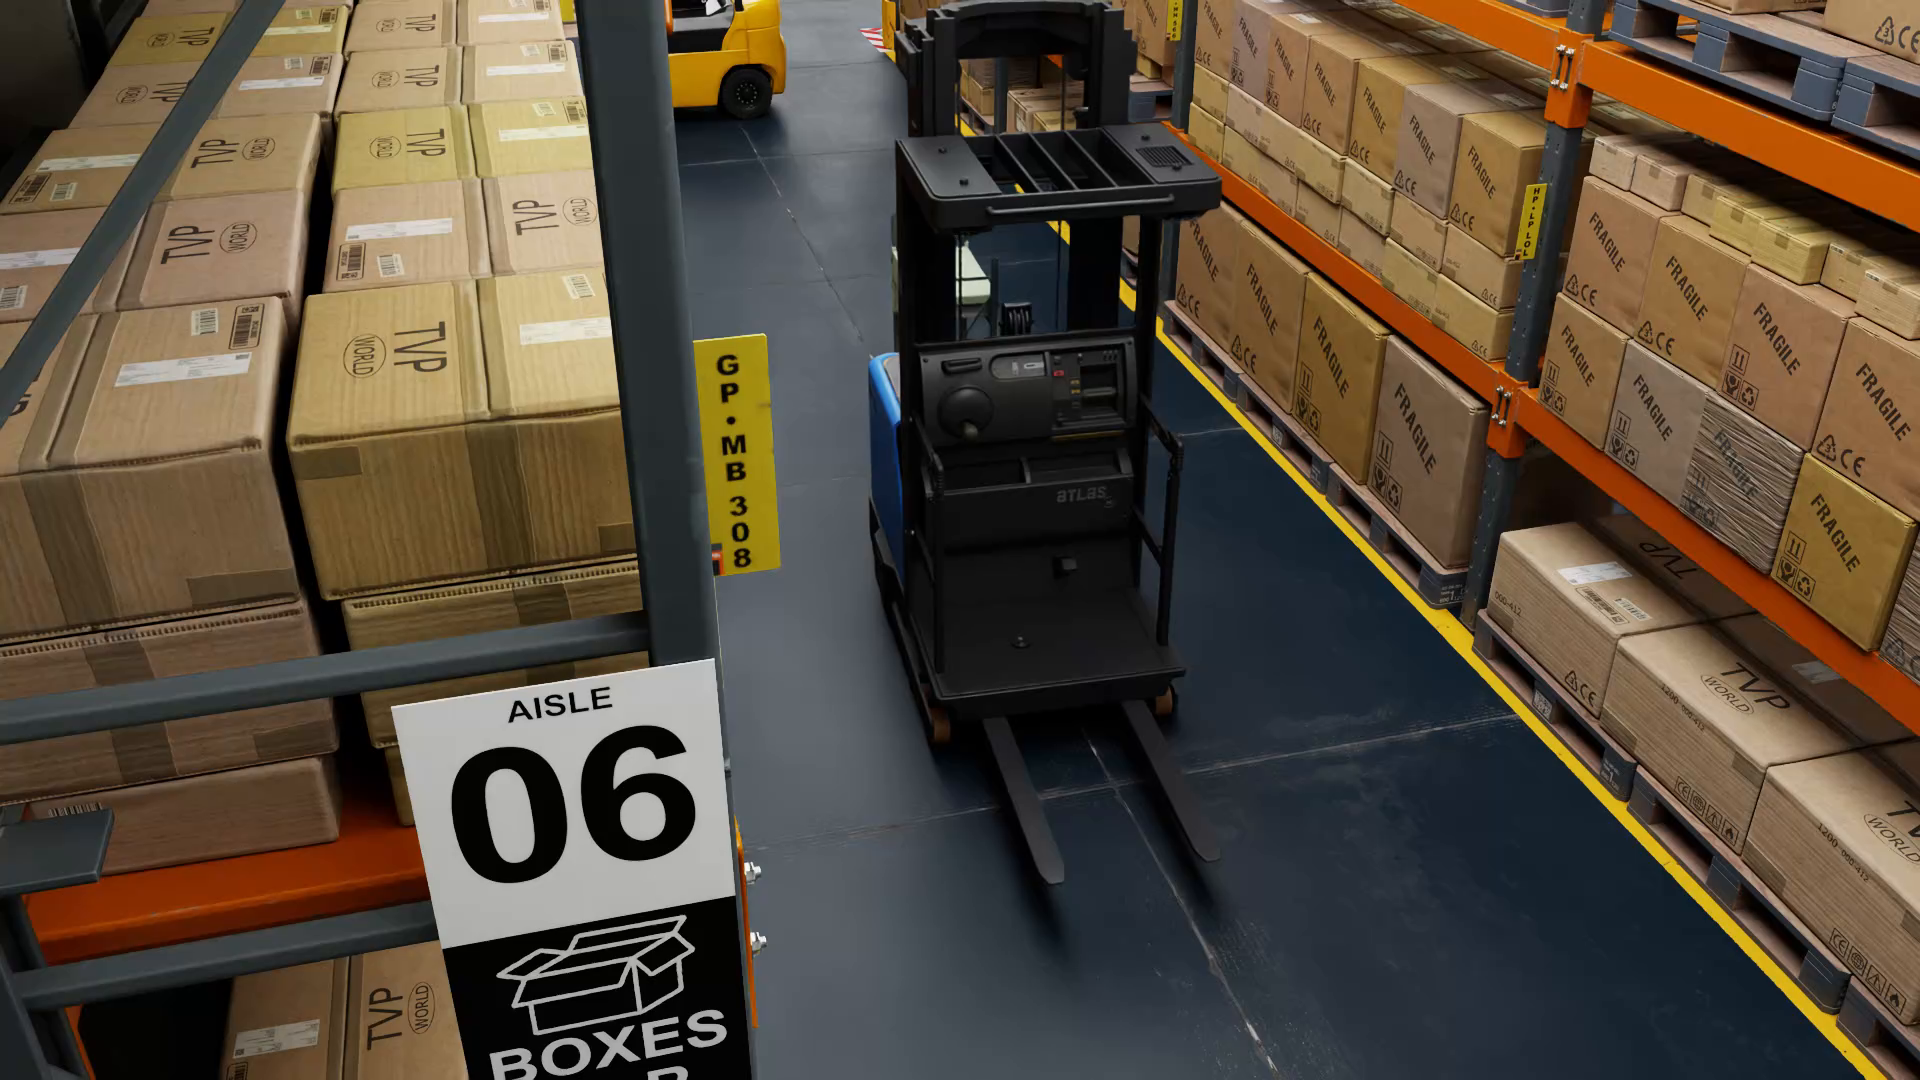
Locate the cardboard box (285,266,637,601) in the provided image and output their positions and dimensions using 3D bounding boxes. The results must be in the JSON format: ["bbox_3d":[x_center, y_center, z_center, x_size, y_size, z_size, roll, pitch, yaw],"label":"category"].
[{"bbox_3d":[-0.679,-0.177,2.420,0.500,0.250,0.500,-8,31,-14],"label":"cardboard box"}]

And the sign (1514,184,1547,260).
[{"bbox_3d":[2.399,-1.334,6.984,0.100,0.325,0.005,-8,31,-13],"label":"sign"}]

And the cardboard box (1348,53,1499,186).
[{"bbox_3d":[2.299,-2.099,8.284,0.500,0.500,0.500,-7,31,-12],"label":"cardboard box"}]

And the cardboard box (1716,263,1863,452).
[{"bbox_3d":[3.066,-0.664,5.805,0.500,0.500,0.500,-7,31,-12],"label":"cardboard box"}]

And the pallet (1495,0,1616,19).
[{"bbox_3d":[2.629,-2.596,7.437,0.805,0.209,1.217,-9,31,-15],"label":"pallet"}]

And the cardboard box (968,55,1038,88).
[{"bbox_3d":[0.381,-4.374,14.890,0.500,0.500,0.500,-8,31,-14],"label":"cardboard box"}]

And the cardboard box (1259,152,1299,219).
[{"bbox_3d":[2.032,-2.042,9.432,0.500,0.250,0.500,-7,31,-12],"label":"cardboard box"}]

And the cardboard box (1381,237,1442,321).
[{"bbox_3d":[2.424,-1.308,8.166,0.500,0.250,0.500,-8,31,-14],"label":"cardboard box"}]

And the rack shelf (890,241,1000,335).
[{"bbox_3d":[-0.087,-1.237,8.611,0.431,0.370,0.720,-6,31,-10],"label":"rack shelf"}]

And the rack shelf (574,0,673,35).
[{"bbox_3d":[-1.334,-1.600,3.253,1.077,0.370,4.000,-8,31,-13],"label":"rack shelf"}]

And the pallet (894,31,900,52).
[{"bbox_3d":[-0.064,-5.099,17.349,1.003,0.211,1.213,-8,31,-13],"label":"pallet"}]

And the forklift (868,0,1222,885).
[{"bbox_3d":[0.340,-0.585,6.835,1.130,2.935,3.031,-6,31,-10],"label":"forklift"}]

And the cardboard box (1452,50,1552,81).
[{"bbox_3d":[2.788,-2.155,8.382,0.500,0.500,0.500,-9,31,-15],"label":"cardboard box"}]

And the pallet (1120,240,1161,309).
[{"bbox_3d":[1.652,-2.047,12.076,1.003,0.211,1.213,-8,31,-13],"label":"pallet"}]

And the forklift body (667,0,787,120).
[{"bbox_3d":[-2.788,-5.037,15.306,2.313,2.155,1.214,-8,31,-13],"label":"forklift body"}]

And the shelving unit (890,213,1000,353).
[{"bbox_3d":[-0.087,-0.899,8.807,0.431,1.500,0.755,-6,31,-10],"label":"shelving unit"}]

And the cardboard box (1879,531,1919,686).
[{"bbox_3d":[3.333,0.255,5.215,0.500,0.500,0.500,-7,31,-12],"label":"cardboard box"}]

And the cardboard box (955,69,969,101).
[{"bbox_3d":[0.229,-4.305,15.520,0.500,0.250,0.500,-9,31,-15],"label":"cardboard box"}]

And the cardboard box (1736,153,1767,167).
[{"bbox_3d":[3.274,-1.453,6.520,0.380,0.149,0.250,-7,31,-12],"label":"cardboard box"}]

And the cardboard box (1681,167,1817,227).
[{"bbox_3d":[2.945,-1.274,6.212,0.380,0.149,0.250,-8,31,-14],"label":"cardboard box"}]

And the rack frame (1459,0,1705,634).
[{"bbox_3d":[2.920,-0.944,7.387,1.000,3.000,0.127,-8,31,-13],"label":"rack frame"}]

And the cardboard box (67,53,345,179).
[{"bbox_3d":[-1.581,-0.850,3.584,0.500,0.250,0.500,-8,31,-13],"label":"cardboard box"}]

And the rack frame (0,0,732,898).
[{"bbox_3d":[-0.803,-0.947,1.403,1.000,3.000,0.127,-8,31,-13],"label":"rack frame"}]

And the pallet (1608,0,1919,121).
[{"bbox_3d":[3.127,-1.807,5.973,1.003,0.211,1.213,-8,31,-13],"label":"pallet"}]

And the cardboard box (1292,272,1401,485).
[{"bbox_3d":[2.431,-0.930,9.065,0.875,0.875,0.875,-7,31,-12],"label":"cardboard box"}]

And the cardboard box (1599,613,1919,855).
[{"bbox_3d":[3.221,0.733,6.628,0.875,0.438,0.875,-9,31,-15],"label":"cardboard box"}]

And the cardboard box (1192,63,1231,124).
[{"bbox_3d":[1.754,-2.750,10.157,0.500,0.250,0.500,-8,31,-14],"label":"cardboard box"}]

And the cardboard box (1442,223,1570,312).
[{"bbox_3d":[2.568,-1.276,7.611,0.500,0.250,0.500,-8,31,-13],"label":"cardboard box"}]

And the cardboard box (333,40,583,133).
[{"bbox_3d":[-1.087,-0.910,3.688,0.500,0.250,0.500,-7,31,-12],"label":"cardboard box"}]

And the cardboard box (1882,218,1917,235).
[{"bbox_3d":[3.516,-1.095,5.902,0.380,0.149,0.250,-8,31,-14],"label":"cardboard box"}]

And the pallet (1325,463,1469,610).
[{"bbox_3d":[2.642,-0.100,8.712,1.003,0.211,1.213,-8,31,-13],"label":"pallet"}]

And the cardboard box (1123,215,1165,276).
[{"bbox_3d":[1.718,-2.195,11.751,0.950,0.372,0.625,-10,32,-17],"label":"cardboard box"}]

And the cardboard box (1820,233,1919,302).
[{"bbox_3d":[3.141,-0.904,5.571,0.380,0.149,0.250,-8,31,-13],"label":"cardboard box"}]

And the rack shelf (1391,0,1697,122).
[{"bbox_3d":[2.389,-2.897,8.484,1.077,0.370,4.000,-8,31,-13],"label":"rack shelf"}]

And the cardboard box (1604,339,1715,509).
[{"bbox_3d":[2.921,-0.482,6.489,0.500,0.500,0.500,-8,31,-13],"label":"cardboard box"}]

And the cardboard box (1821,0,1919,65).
[{"bbox_3d":[3.309,-1.865,5.361,0.797,0.503,0.637,-5,31,-9],"label":"cardboard box"}]

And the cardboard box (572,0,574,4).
[{"bbox_3d":[-1.596,-2.024,5.989,0.380,0.149,0.250,-8,31,-13],"label":"cardboard box"}]

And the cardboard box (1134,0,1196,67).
[{"bbox_3d":[1.469,-3.412,10.835,0.500,0.500,0.500,-9,31,-15],"label":"cardboard box"}]

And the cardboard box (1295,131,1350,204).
[{"bbox_3d":[2.133,-2.011,8.881,0.500,0.250,0.500,-7,31,-12],"label":"cardboard box"}]

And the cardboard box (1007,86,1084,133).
[{"bbox_3d":[0.938,-3.599,14.178,0.950,0.372,0.625,-7,31,-13],"label":"cardboard box"}]

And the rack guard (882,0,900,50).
[{"bbox_3d":[-0.245,-5.621,17.963,1.175,0.500,0.348,-8,31,-13],"label":"rack guard"}]

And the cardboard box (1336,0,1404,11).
[{"bbox_3d":[2.392,-2.890,9.651,0.500,0.500,0.500,-7,31,-12],"label":"cardboard box"}]

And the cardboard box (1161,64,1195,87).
[{"bbox_3d":[1.544,-3.076,10.902,0.380,0.149,0.250,-7,31,-11],"label":"cardboard box"}]

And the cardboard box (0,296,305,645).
[{"bbox_3d":[-1.190,-0.106,2.299,0.500,0.250,0.500,-9,31,-15],"label":"cardboard box"}]

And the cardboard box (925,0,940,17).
[{"bbox_3d":[-0.043,-5.123,16.184,0.500,0.500,0.500,-7,31,-12],"label":"cardboard box"}]

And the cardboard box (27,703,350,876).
[{"bbox_3d":[-1.111,0.336,2.431,0.380,0.149,0.250,-7,31,-12],"label":"cardboard box"}]

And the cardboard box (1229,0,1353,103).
[{"bbox_3d":[1.894,-2.843,9.570,0.500,0.500,0.500,-8,31,-13],"label":"cardboard box"}]

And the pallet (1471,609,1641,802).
[{"bbox_3d":[3.046,0.640,7.433,1.003,0.211,1.213,-8,31,-13],"label":"pallet"}]
